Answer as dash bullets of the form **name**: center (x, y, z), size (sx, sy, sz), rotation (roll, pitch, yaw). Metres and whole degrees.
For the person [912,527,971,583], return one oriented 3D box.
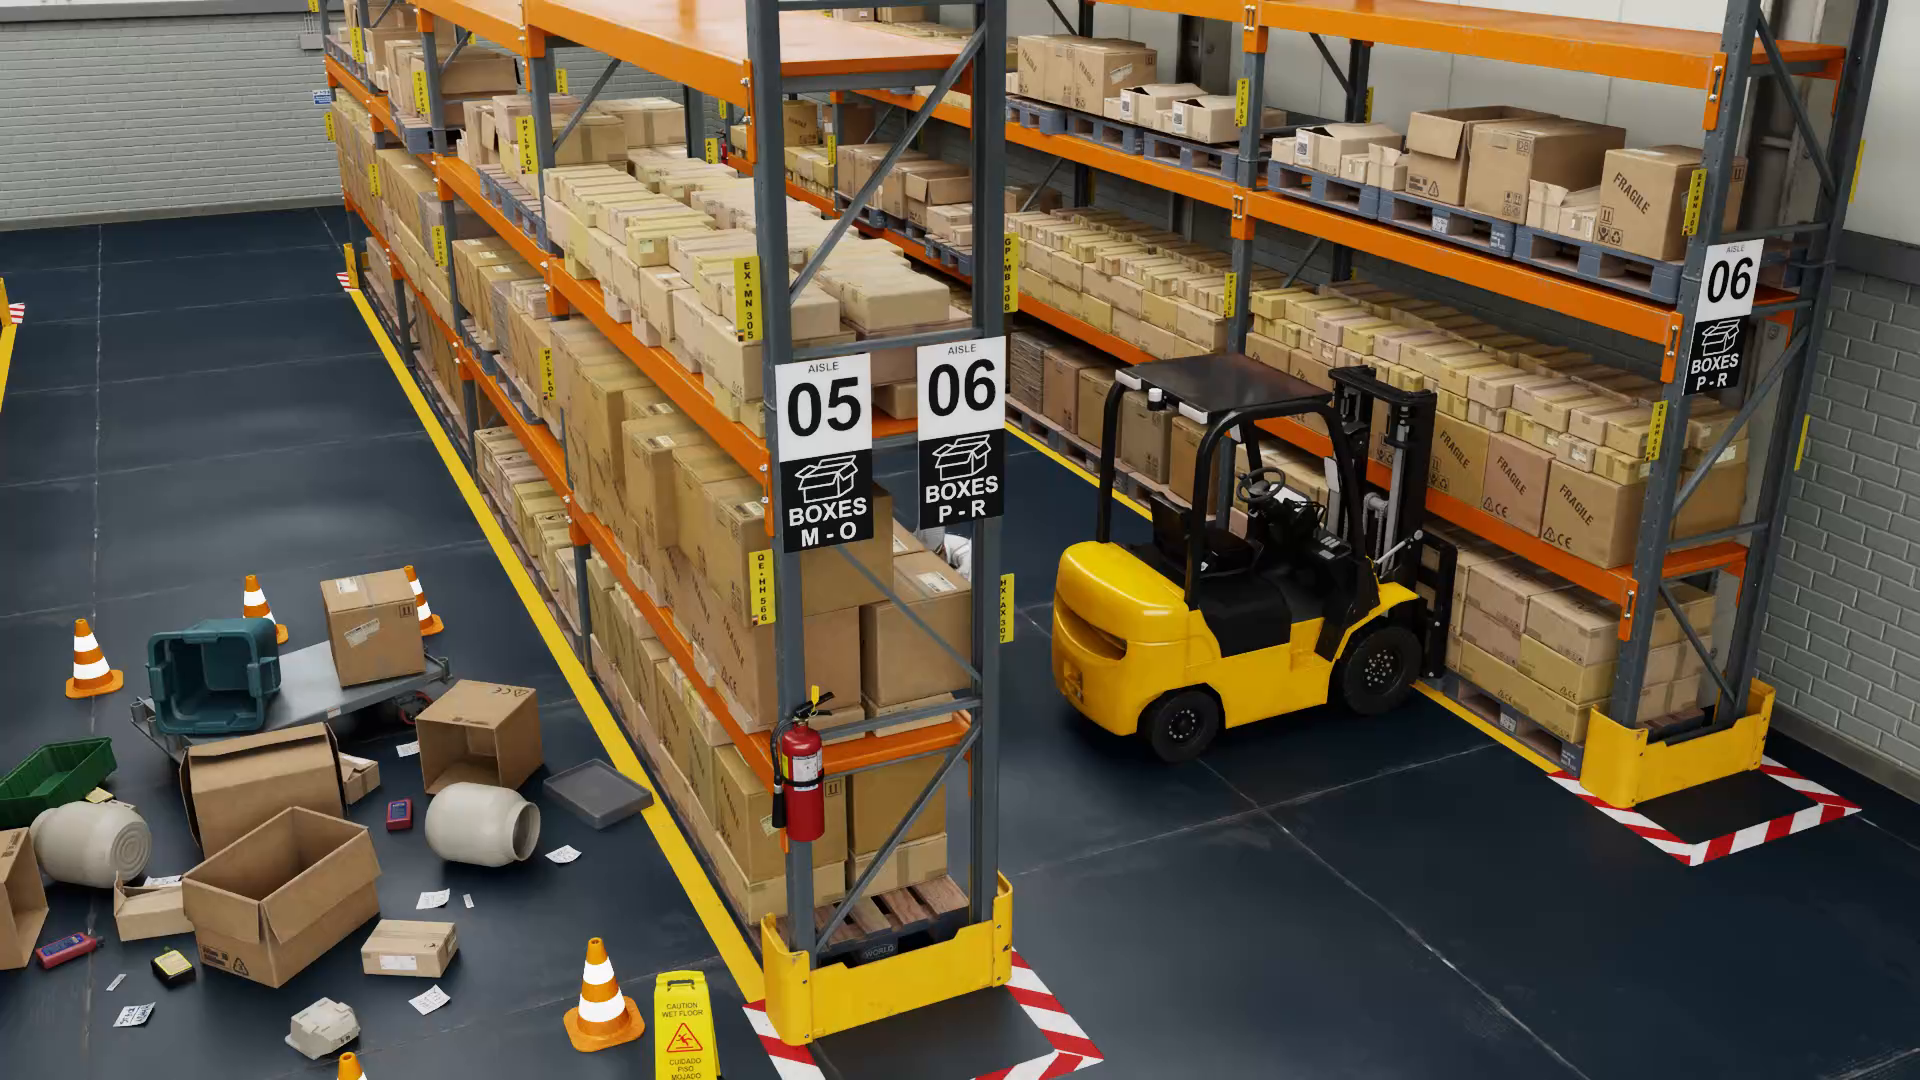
- **person**: center (-0.073, 0.291, 11.183), size (0.494, 0.993, 0.818), rotation (15, 27, 32)
